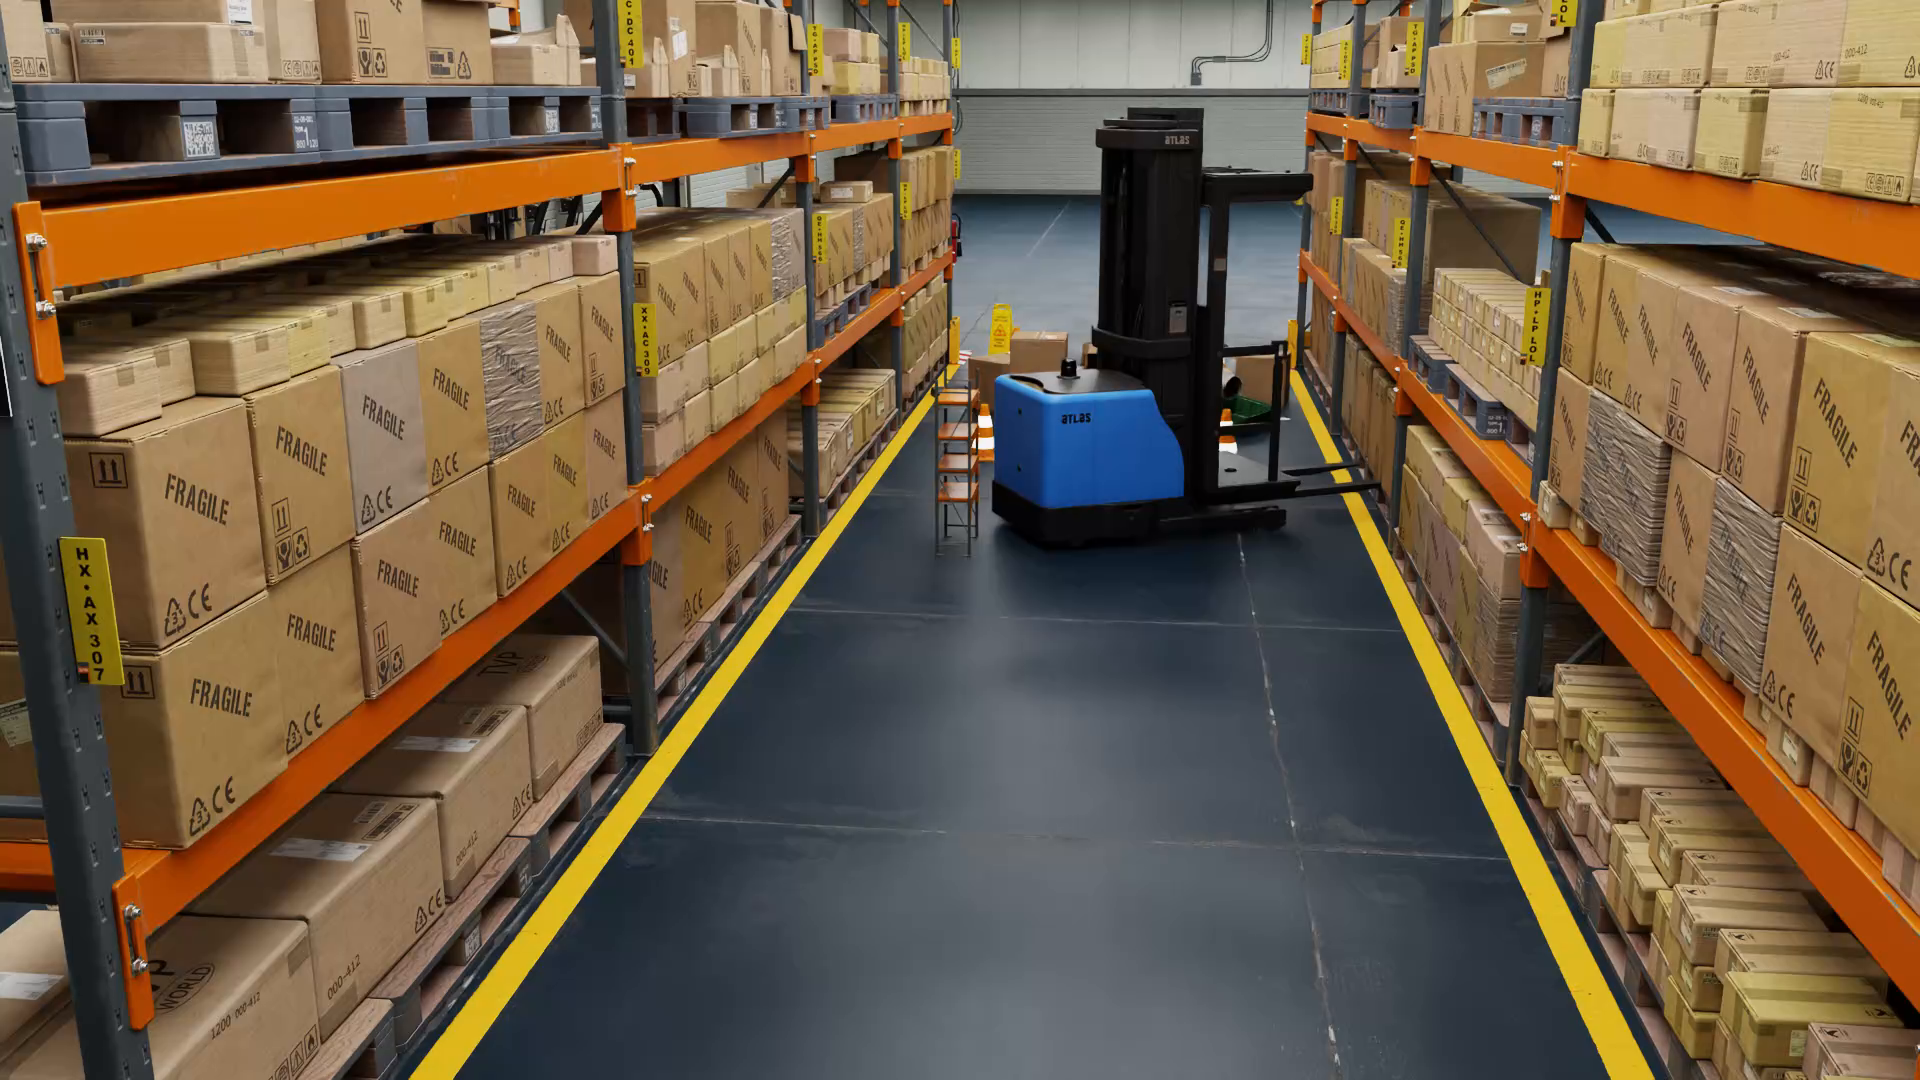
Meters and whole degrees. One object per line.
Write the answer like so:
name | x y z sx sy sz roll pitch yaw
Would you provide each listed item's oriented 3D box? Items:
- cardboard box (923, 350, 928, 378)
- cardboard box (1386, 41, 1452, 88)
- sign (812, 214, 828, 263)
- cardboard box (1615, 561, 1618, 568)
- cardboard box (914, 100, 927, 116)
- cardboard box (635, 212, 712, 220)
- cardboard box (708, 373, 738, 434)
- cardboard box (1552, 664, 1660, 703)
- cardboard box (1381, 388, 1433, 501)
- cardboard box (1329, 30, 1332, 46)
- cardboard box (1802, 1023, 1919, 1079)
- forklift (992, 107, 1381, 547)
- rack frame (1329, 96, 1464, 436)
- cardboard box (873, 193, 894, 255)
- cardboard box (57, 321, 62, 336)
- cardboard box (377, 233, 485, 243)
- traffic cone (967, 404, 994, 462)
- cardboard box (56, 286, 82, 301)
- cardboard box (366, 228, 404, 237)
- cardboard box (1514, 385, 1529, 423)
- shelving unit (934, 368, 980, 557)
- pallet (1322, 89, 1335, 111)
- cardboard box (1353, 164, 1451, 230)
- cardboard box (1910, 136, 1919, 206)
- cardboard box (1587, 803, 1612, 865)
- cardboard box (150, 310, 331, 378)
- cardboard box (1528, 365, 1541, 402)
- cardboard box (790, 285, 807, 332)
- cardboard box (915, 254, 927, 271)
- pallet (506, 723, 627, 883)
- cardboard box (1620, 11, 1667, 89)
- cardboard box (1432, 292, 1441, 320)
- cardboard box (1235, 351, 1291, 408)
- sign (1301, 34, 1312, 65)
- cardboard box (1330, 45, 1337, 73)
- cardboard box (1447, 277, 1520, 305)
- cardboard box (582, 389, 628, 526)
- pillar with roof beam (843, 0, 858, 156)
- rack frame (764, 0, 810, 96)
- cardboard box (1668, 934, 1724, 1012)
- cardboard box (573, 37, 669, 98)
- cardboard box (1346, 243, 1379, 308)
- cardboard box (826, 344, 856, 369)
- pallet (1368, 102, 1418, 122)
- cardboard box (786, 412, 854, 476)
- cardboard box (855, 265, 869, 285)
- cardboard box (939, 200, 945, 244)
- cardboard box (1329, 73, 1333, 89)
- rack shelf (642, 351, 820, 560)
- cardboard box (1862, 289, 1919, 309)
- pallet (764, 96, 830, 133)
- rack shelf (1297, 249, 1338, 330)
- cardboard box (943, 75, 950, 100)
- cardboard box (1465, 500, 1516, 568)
cardboard box | -0.602 -1.818 17.101 0.500 0.250 0.500 1 15 6
cardboard box | 3.255 -3.300 11.547 0.500 0.311 0.500 2 15 6
sign | -0.943 -2.027 11.193 0.100 0.325 0.005 2 15 6
cardboard box | 2.657 0.069 6.142 0.380 0.149 0.250 1 15 4
cardboard box | -0.532 -4.253 16.379 0.380 0.149 0.250 1 15 5
cardboard box | -1.840 -1.765 10.335 0.500 0.500 0.500 2 15 6
cardboard box | -1.504 -0.747 8.964 0.500 0.250 0.500 2 15 6
cardboard box | 2.739 0.643 7.054 0.380 0.149 0.250 2 15 9
cardboard box | 3.593 -0.636 11.772 1.050 0.750 0.750 1 15 5
cardboard box | 3.782 -4.862 16.107 0.380 0.149 0.250 2 15 7
cardboard box | 2.426 1.389 4.296 0.380 0.149 0.250 2 15 7
forklift | 1.805 -1.585 11.909 3.031 2.935 1.130 -6 16 -20
rack frame | 3.886 -2.401 14.796 1.000 3.000 0.127 2 15 6
cardboard box | -0.867 -2.789 14.663 0.500 0.500 0.500 1 15 5
cardboard box | -2.606 -0.488 4.369 0.380 0.149 0.250 2 15 6
cardboard box | -2.240 -1.216 7.062 0.380 0.149 0.250 1 15 5
traffic cone | 0.208 -0.933 14.227 0.336 0.463 0.334 2 15 6
cardboard box | -6.653 -1.922 12.354 0.500 0.250 0.500 2 15 8
cardboard box | -5.666 -2.822 16.159 0.500 0.500 0.500 1 15 5
cardboard box | 2.891 -0.649 7.991 0.380 0.149 0.250 2 15 6
shelving unit | -0.019 -0.536 11.347 0.258 1.200 0.503 2 15 6
pallet | 4.129 -4.334 16.366 1.003 0.211 1.213 2 15 6
cardboard box | 3.962 -3.090 14.986 0.875 0.550 0.550 2 15 6
cardboard box | 2.321 -0.790 3.379 0.500 0.250 0.500 1 15 5
cardboard box | 2.638 1.134 6.377 0.380 0.149 0.250 1 15 5
cardboard box | -1.968 -0.539 4.561 0.380 0.149 0.250 1 15 4
cardboard box | 2.861 -0.729 7.718 0.380 0.149 0.250 2 15 7
cardboard box | -1.297 -1.519 10.864 0.500 0.250 0.500 2 15 6
cardboard box | -0.535 -2.803 16.764 0.380 0.149 0.250 2 15 7
pallet | -2.110 1.095 7.208 1.003 0.211 1.213 2 15 6
cardboard box | 2.630 -1.696 5.772 0.500 0.250 0.500 2 15 6
cardboard box | 3.181 -1.469 10.457 0.380 0.149 0.250 2 15 9
cardboard box | 3.042 -1.629 16.723 0.500 0.500 0.500 4 16 16
sign | 3.787 -5.365 18.183 0.100 0.325 0.005 2 15 6
cardboard box | 3.803 -4.567 15.782 0.500 0.250 0.500 2 15 6
cardboard box | 3.131 -1.485 9.945 0.380 0.149 0.250 2 15 6
cardboard box | -1.744 -0.366 7.079 0.500 0.500 0.500 2 15 7
pillar with roof beam | 1.164 -14.099 46.565 9.100 9.000 0.400 2 15 6
rack frame | -1.495 -4.379 10.618 1.000 3.000 0.127 2 15 6
cardboard box | 2.411 1.326 5.098 0.380 0.149 0.250 2 15 7
cardboard box | -1.542 -2.151 7.578 0.396 0.266 0.258 2 15 6
cardboard box | 3.503 -2.190 13.823 0.500 0.500 0.500 2 15 7
cardboard box | -1.243 -1.920 16.041 0.500 0.500 0.500 1 15 5
pallet | 3.832 -3.518 13.545 0.805 0.209 1.217 1 15 4
cardboard box | -1.346 -0.755 12.939 0.950 0.372 0.625 1 15 5
cardboard box | -0.957 -2.197 13.716 0.380 0.149 0.250 2 15 6
cardboard box | -0.441 -3.472 17.993 0.500 0.500 0.500 2 15 6
cardboard box | 3.752 -4.413 15.976 0.380 0.149 0.250 2 15 6
rack shelf | -1.720 -0.617 9.577 1.077 0.370 4.000 2 15 6
cardboard box | 3.032 -0.470 4.976 0.500 0.500 0.500 1 15 4
pallet | -1.515 -2.672 10.411 1.213 0.211 1.003 2 15 9
rack shelf | 4.112 -2.573 16.808 1.077 0.370 4.000 2 15 6
cardboard box | -0.382 -4.937 18.144 0.500 0.250 0.500 2 15 6
cardboard box | 2.888 -0.018 8.530 0.500 0.250 0.500 2 15 9
